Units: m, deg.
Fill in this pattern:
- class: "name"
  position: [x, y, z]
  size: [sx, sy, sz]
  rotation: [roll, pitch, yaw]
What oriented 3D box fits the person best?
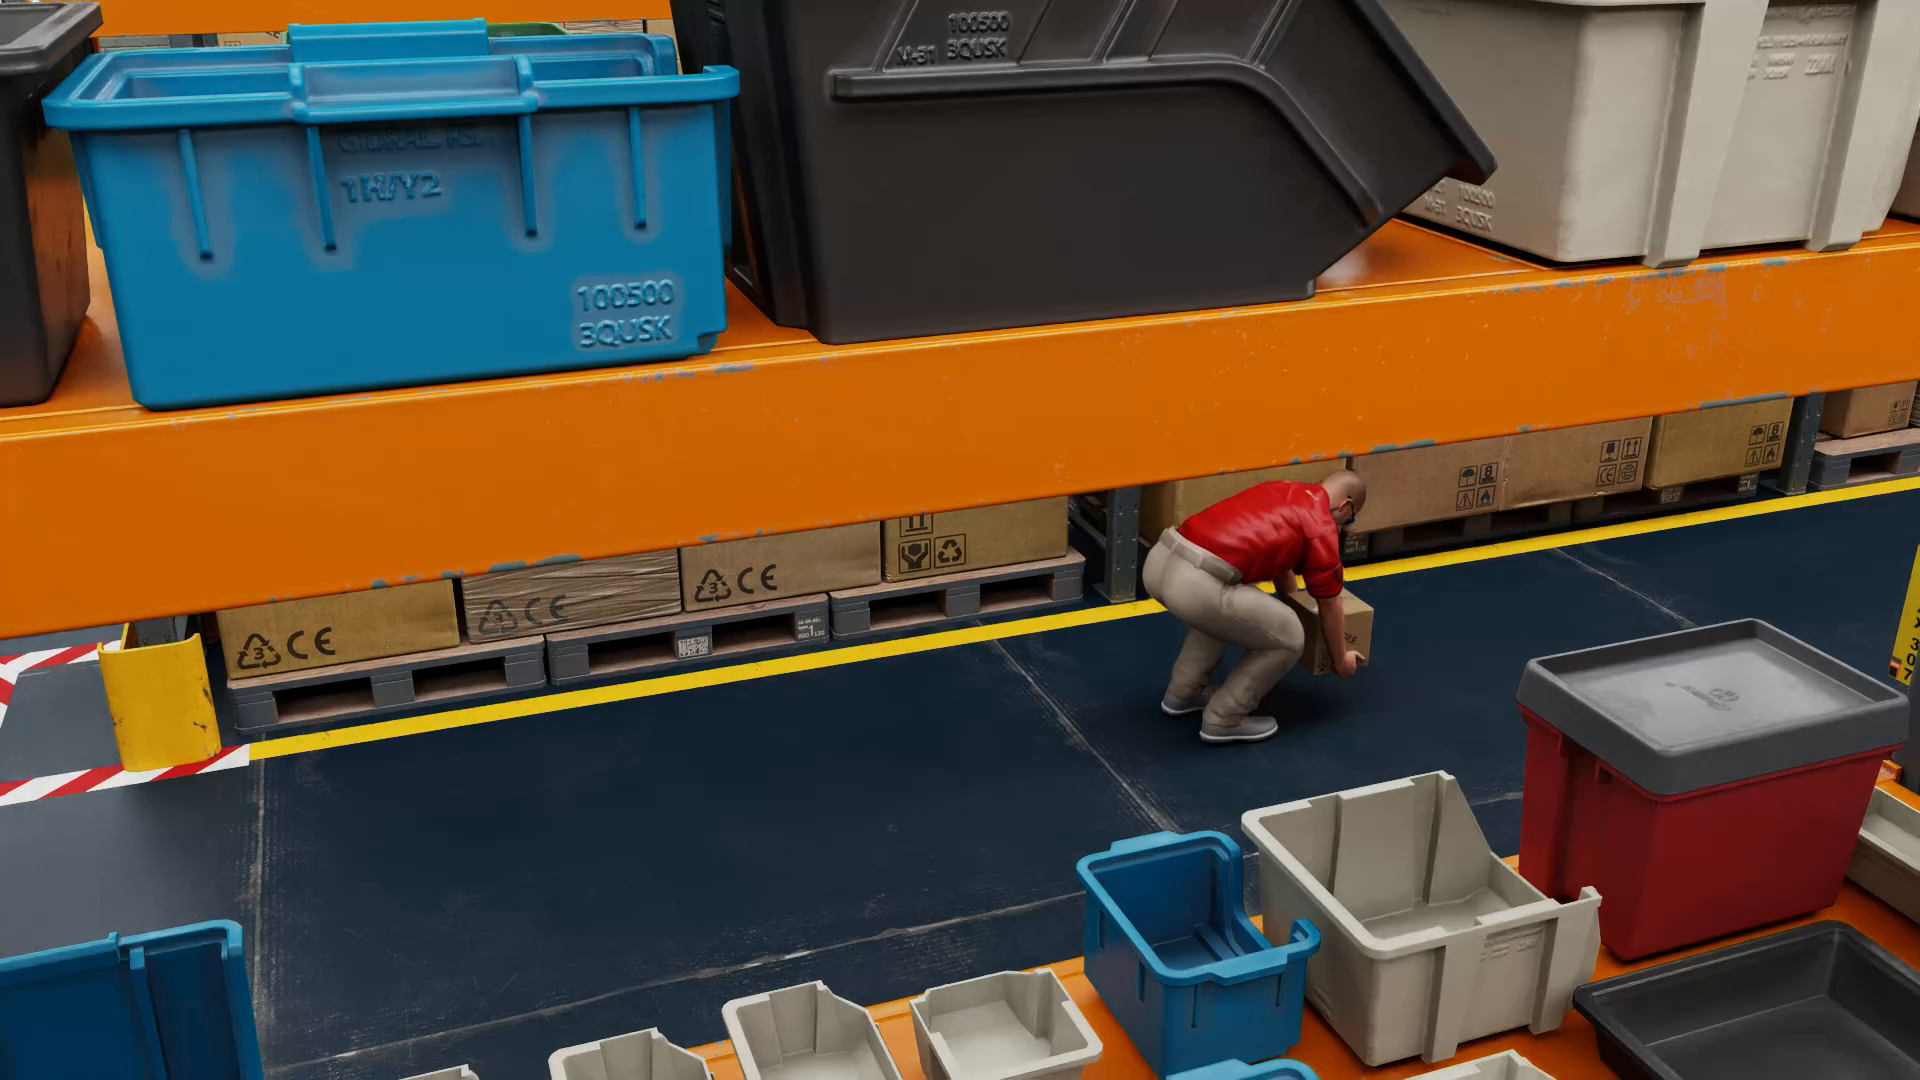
- class: "person"
  position: [1.154, 0.252, 6.486]
  size: [0.934, 0.983, 0.536]
  rotation: [-9, 24, -21]
